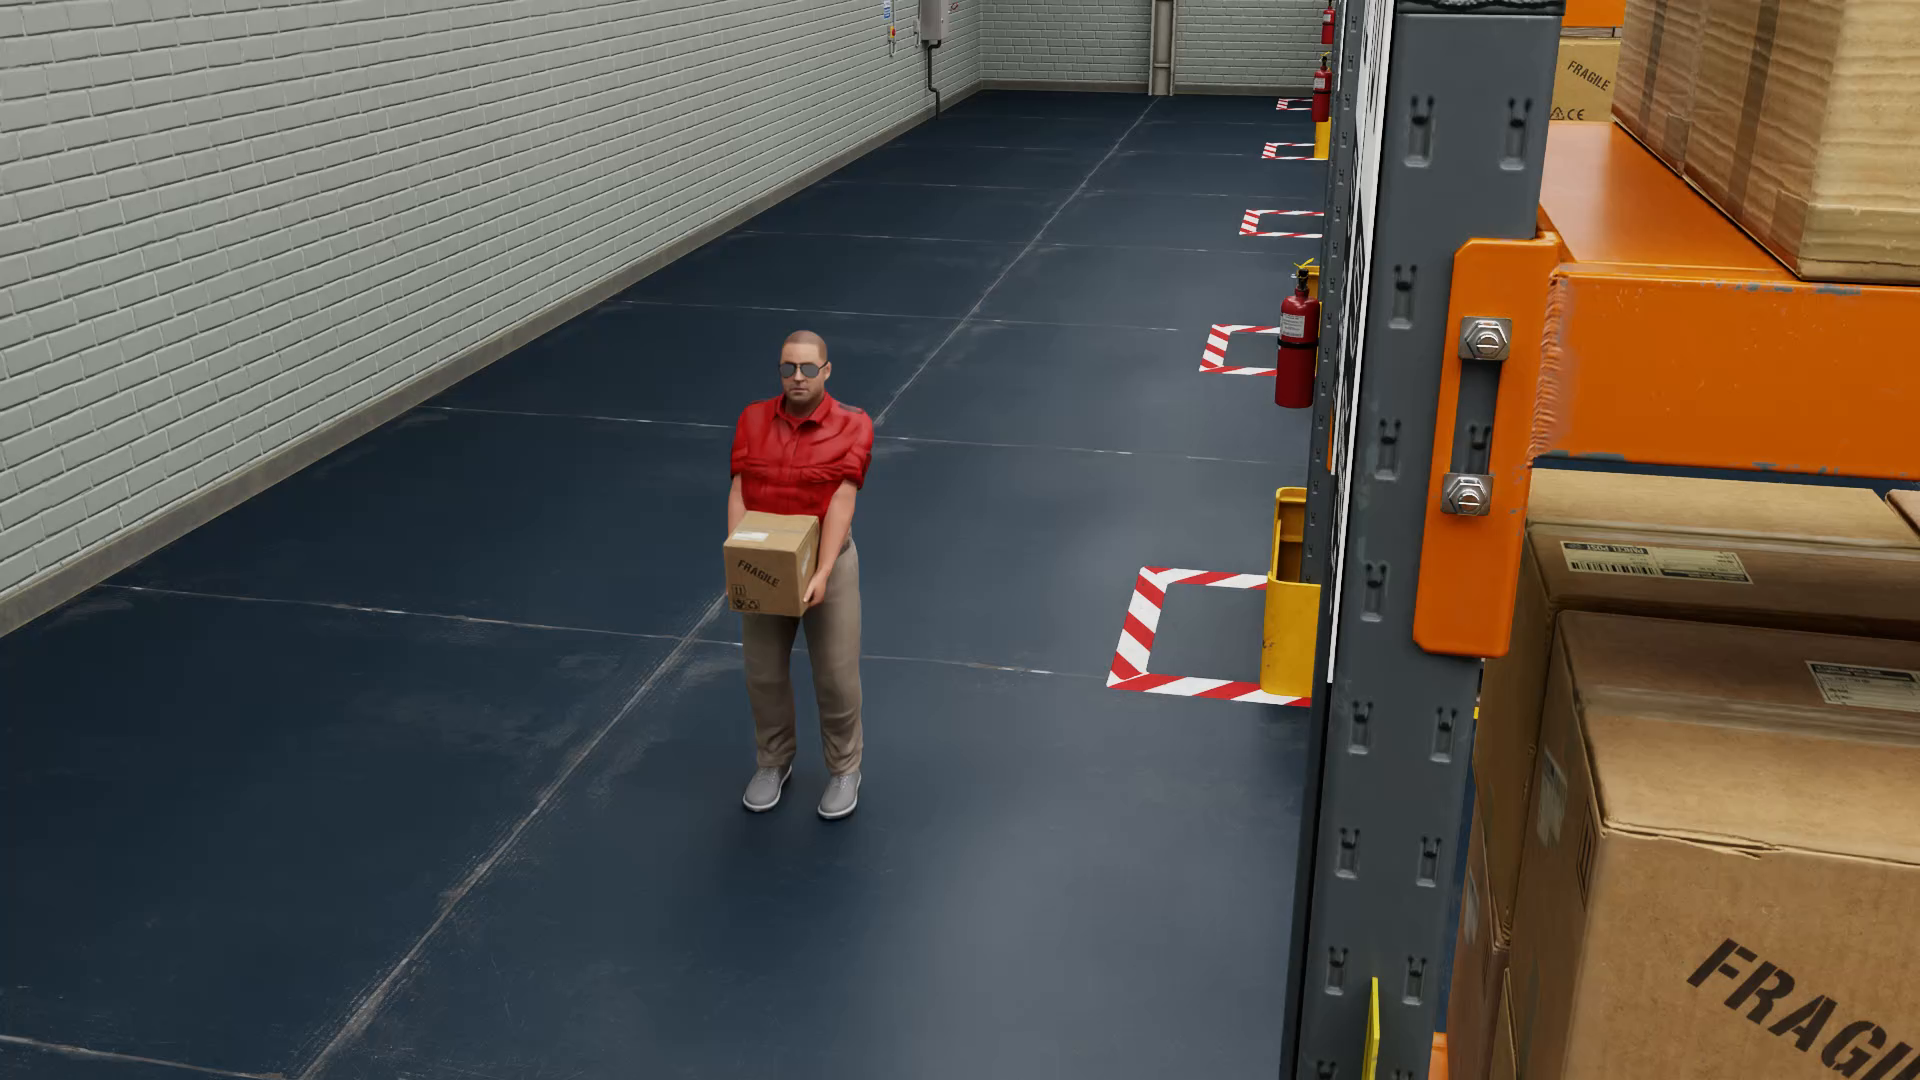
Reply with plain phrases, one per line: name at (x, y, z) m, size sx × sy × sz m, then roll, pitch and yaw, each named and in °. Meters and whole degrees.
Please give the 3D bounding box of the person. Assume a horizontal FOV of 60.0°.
person at (-0.563, 0.159, 5.720) m, size 0.493 × 1.719 × 0.538 m, roll 5°, pitch 22°, yaw 12°
